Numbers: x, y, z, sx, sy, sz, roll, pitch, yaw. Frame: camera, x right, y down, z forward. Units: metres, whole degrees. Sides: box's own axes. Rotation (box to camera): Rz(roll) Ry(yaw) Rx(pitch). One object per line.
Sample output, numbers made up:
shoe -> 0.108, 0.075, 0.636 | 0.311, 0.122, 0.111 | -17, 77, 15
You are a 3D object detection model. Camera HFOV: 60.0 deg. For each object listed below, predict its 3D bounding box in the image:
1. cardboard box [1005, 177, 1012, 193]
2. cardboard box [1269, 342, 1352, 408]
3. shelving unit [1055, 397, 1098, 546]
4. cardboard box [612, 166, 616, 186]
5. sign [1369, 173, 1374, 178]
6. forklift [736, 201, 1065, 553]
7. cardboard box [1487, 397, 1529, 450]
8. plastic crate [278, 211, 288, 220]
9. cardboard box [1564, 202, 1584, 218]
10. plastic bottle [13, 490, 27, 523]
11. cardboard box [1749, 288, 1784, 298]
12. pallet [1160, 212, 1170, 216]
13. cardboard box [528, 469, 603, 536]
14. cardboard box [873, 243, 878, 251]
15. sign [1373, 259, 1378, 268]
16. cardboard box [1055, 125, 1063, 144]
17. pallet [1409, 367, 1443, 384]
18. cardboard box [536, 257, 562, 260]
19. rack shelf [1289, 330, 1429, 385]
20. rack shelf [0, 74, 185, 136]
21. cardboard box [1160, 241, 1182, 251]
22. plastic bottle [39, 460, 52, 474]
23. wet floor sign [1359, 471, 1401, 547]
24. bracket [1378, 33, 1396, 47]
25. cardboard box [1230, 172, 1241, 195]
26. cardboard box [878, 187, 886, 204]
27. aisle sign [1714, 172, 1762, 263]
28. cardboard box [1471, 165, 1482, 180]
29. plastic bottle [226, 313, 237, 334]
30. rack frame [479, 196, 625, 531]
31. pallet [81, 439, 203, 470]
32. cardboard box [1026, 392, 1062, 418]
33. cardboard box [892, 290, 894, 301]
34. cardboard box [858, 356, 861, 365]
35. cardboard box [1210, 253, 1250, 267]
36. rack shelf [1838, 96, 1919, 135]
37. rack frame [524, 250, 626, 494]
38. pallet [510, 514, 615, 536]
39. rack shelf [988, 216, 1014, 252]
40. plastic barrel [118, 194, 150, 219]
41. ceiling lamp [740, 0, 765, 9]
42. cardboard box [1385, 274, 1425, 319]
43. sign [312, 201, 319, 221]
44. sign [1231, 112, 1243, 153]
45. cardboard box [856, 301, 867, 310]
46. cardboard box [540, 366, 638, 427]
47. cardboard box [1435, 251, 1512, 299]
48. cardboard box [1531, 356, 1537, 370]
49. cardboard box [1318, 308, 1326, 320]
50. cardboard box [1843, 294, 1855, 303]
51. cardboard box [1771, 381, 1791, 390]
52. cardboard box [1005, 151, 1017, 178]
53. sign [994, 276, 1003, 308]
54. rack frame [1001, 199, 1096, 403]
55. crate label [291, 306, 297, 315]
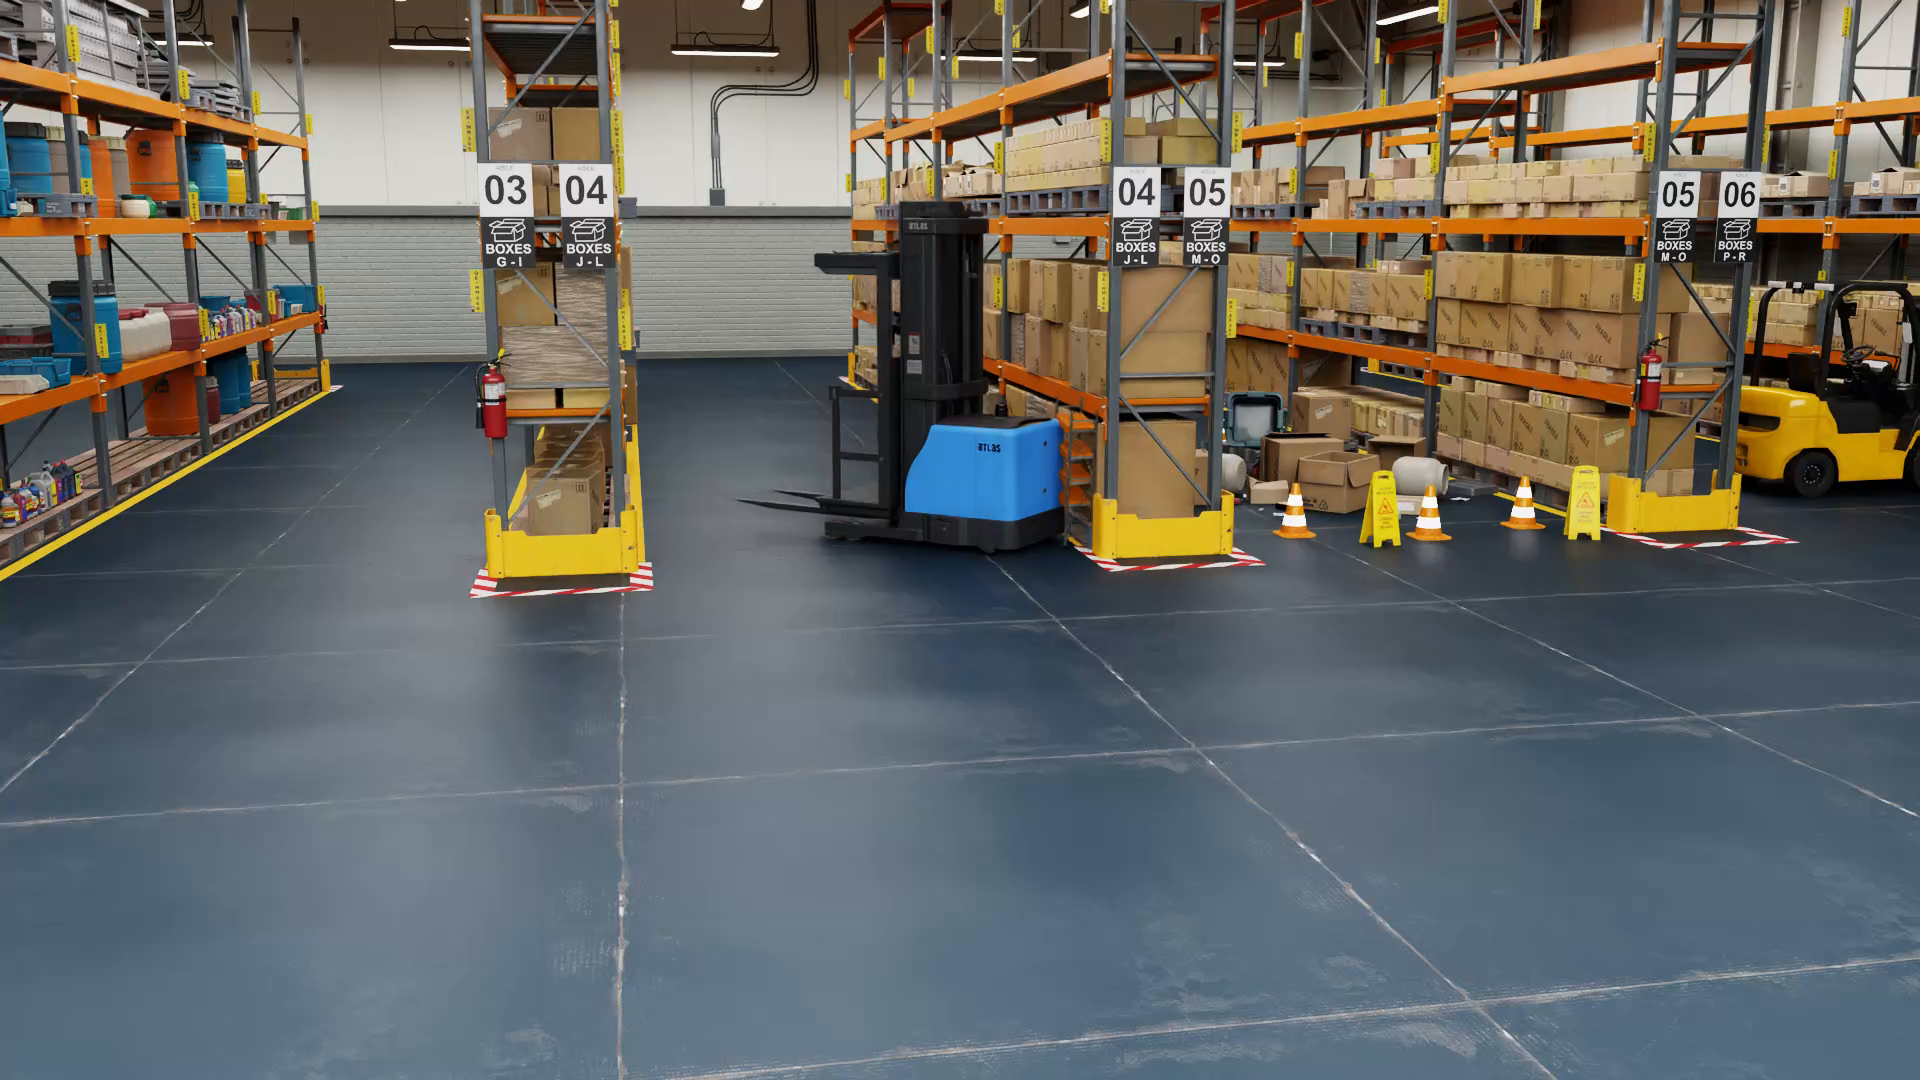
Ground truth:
cardboard box -> 0.675, -3.632, 17.015 | 0.380, 0.149, 0.250 | -2, 11, -12
cardboard box -> 4.942, -2.330, 23.475 | 0.875, 0.875, 0.875 | -2, 11, -12
shelving unit -> 0.985, -0.600, 14.464 | 0.258, 1.200, 0.503 | -2, 19, -12
cardboard box -> -2.952, -2.916, 13.306 | 0.380, 0.149, 0.250 | -2, 11, -10
sign -> 5.528, -4.785, 22.407 | 0.100, 0.325, 0.005 | -2, 11, -11
forklift -> -0.608, -1.506, 14.770 | 3.031, 2.935, 1.130 | 6, 12, 30
cardboard box -> 5.838, -1.217, 17.294 | 0.500, 0.500, 0.500 | -2, 11, -8
plastic crate -> -10.495, -4.939, 25.304 | 0.437, 0.136, 0.530 | -2, 11, -11
cardboard box -> 6.030, -3.163, 15.943 | 0.380, 0.149, 0.250 | -2, 11, -11
plastic bottle -> -8.101, -0.298, 14.327 | 0.061, 0.283, 0.133 | -2, 11, -10
cardboard box -> 10.122, -3.095, 20.932 | 0.380, 0.149, 0.250 | -2, 11, -12
pallet -> 3.834, -5.575, 28.180 | 1.003, 0.211, 1.213 | -2, 11, -11
cardboard box -> -3.275, -0.304, 13.831 | 0.500, 0.500, 0.500 | 0, 11, 0
cardboard box -> -1.081, -4.430, 26.213 | 0.500, 0.500, 0.500 | -2, 11, -13
sign -> 7.775, -5.092, 31.110 | 0.100, 0.325, 0.005 | -2, 11, -11
cardboard box -> 1.070, -3.652, 14.987 | 0.380, 0.149, 0.250 | -2, 11, -12
pallet -> 8.712, -2.933, 29.541 | 1.003, 0.211, 1.213 | -2, 11, -11
cardboard box -> -3.806, -2.264, 14.830 | 0.500, 0.500, 0.500 | -2, 11, -11
rack shelf -> 5.384, -2.317, 20.774 | 1.077, 0.370, 4.000 | -2, 11, -11
rack shelf -> -9.195, -4.528, 17.411 | 1.077, 0.370, 4.000 | -2, 11, -11
cardboard box -> 3.596, -4.956, 28.039 | 0.380, 0.149, 0.250 | -2, 11, -11
plastic bottle -> -8.539, -0.566, 15.553 | 0.144, 0.351, 0.185 | -2, 11, -11
wet floor sign -> 3.663, -0.282, 14.453 | 0.267, 0.644, 0.232 | -4, 12, -21
bracket -> 8.400, -9.840, 32.700 | 0.235, 0.232, 0.430 | -2, 11, -11
cardboard box -> 4.104, -5.328, 25.255 | 0.500, 0.500, 0.500 | -2, 11, -12
cardboard box -> -0.958, -5.294, 25.528 | 0.500, 0.250, 0.500 | -3, 11, -14
aisle sign -> 6.867, -2.847, 14.682 | 0.394, 0.787, 0.004 | -2, 11, -11
cardboard box -> 5.636, -3.881, 17.581 | 0.380, 0.149, 0.250 | -2, 11, -13
plastic bottle -> -9.728, -2.883, 22.151 | 0.152, 0.276, 0.135 | -2, 11, -11
rack frame -> -3.170, -1.210, 13.032 | 1.000, 3.000, 0.127 | -2, 11, -11
pallet -> -9.471, -0.984, 19.301 | 1.003, 0.211, 1.213 | -2, 11, -11
cardboard box -> 1.170, -0.985, 16.409 | 0.875, 0.875, 0.875 | -2, 11, -11
cardboard box -> -0.784, -3.521, 23.926 | 0.380, 0.149, 0.250 | -2, 11, -9
cardboard box -> -1.549, -3.101, 28.671 | 0.380, 0.149, 0.250 | -2, 11, -11
cardboard box -> 4.147, -4.128, 25.422 | 0.500, 0.500, 0.500 | -2, 11, -11
rack shelf -> 11.030, -4.516, 17.348 | 1.077, 0.370, 4.000 | -2, 11, -11
rack frame -> -3.948, -1.944, 16.886 | 1.000, 3.000, 0.127 | -2, 11, -11
pallet -> -3.308, -0.004, 14.155 | 1.003, 0.211, 1.213 | -2, 11, -11
rack shelf -> 0.548, -3.592, 19.450 | 1.077, 0.370, 4.000 | -2, 11, -11
plastic barrel -> -9.108, -3.678, 18.346 | 0.301, 0.262, 0.301 | 0, 11, 0
ceiling lamp -> -2.638, -9.173, 23.211 | 0.800, 3.185, 2.000 | -2, 11, -11
cardboard box -> 5.360, -2.873, 19.582 | 0.500, 0.500, 0.500 | -2, 11, -11
sign -> -10.603, -5.410, 27.353 | 0.100, 0.325, 0.005 | -2, 11, -11
sign -> 2.261, -3.333, 13.613 | 0.100, 0.325, 0.005 | -2, 11, -11
cardboard box -> -1.565, -4.015, 28.442 | 0.380, 0.149, 0.250 | -2, 11, -13
cardboard box -> -4.839, -1.967, 21.569 | 1.225, 0.875, 0.875 | -3, 11, -14
cardboard box -> 5.646, -2.902, 18.184 | 0.700, 0.500, 0.500 | -2, 11, -12
cardboard box -> 5.990, -1.789, 16.745 | 0.380, 0.149, 0.250 | -2, 11, -11
cardboard box -> 4.906, -2.949, 21.718 | 0.380, 0.149, 0.250 | -3, 11, -15
cardboard box -> 10.445, -2.785, 19.304 | 0.380, 0.149, 0.250 | -2, 11, -12
cardboard box -> 10.529, -1.620, 20.415 | 0.875, 0.625, 0.625 | -2, 11, -8
cardboard box -> 0.758, -3.807, 16.869 | 0.500, 0.250, 0.500 | -2, 11, -11
sign -> 0.407, -2.614, 17.523 | 0.100, 0.325, 0.005 | -2, 11, -11
rack frame -> 0.937, -2.106, 17.736 | 1.000, 3.000, 0.127 | -2, 11, -11
crate label -> -10.683, -3.618, 26.225 | 0.396, 0.136, 0.243 | -2, 11, -11
